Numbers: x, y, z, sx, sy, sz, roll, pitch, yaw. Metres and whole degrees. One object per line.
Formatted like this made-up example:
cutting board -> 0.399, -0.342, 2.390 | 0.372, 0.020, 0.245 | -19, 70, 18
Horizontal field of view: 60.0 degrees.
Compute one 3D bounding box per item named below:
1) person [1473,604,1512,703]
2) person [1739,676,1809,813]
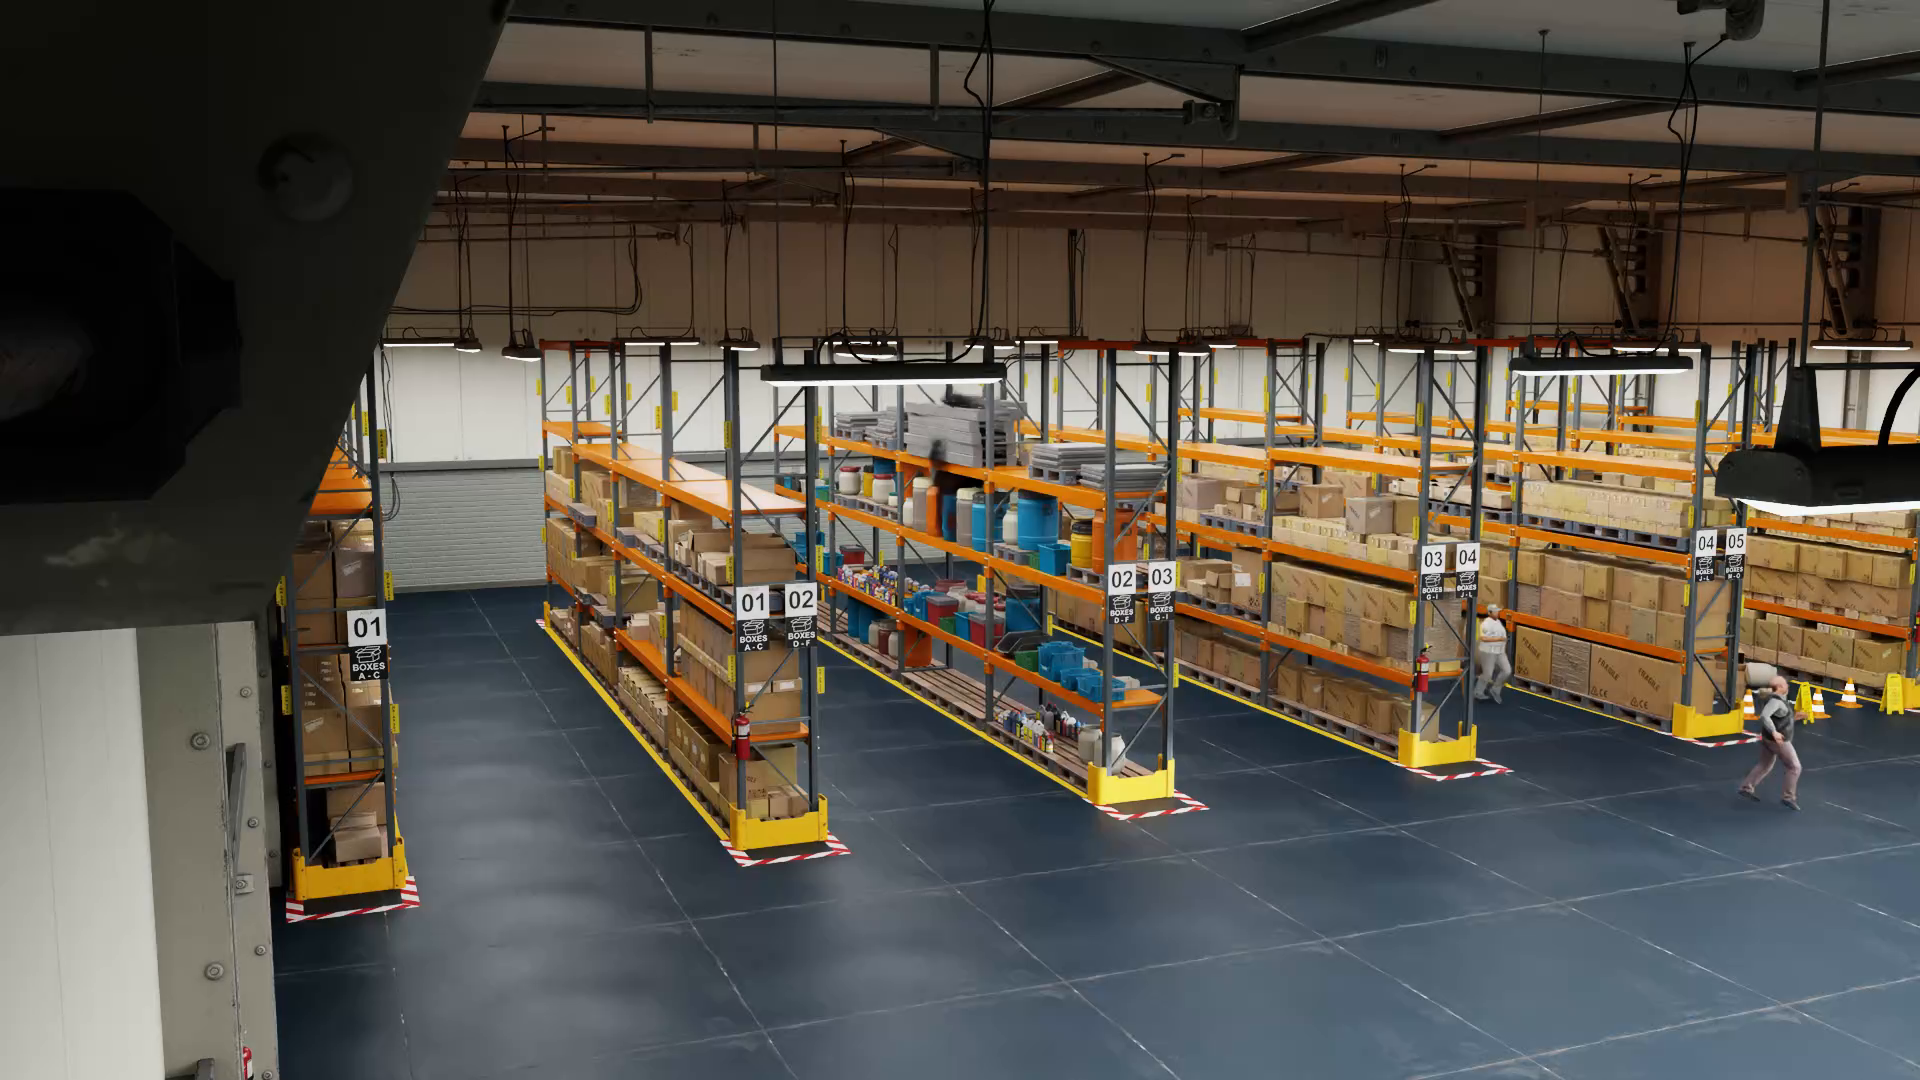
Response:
person -> 8.930, 1.911, 27.811 | 0.586, 1.695, 0.661 | -5, 9, -32
person -> 10.658, 2.660, 21.737 | 0.778, 1.782, 0.630 | 1, 8, 11
